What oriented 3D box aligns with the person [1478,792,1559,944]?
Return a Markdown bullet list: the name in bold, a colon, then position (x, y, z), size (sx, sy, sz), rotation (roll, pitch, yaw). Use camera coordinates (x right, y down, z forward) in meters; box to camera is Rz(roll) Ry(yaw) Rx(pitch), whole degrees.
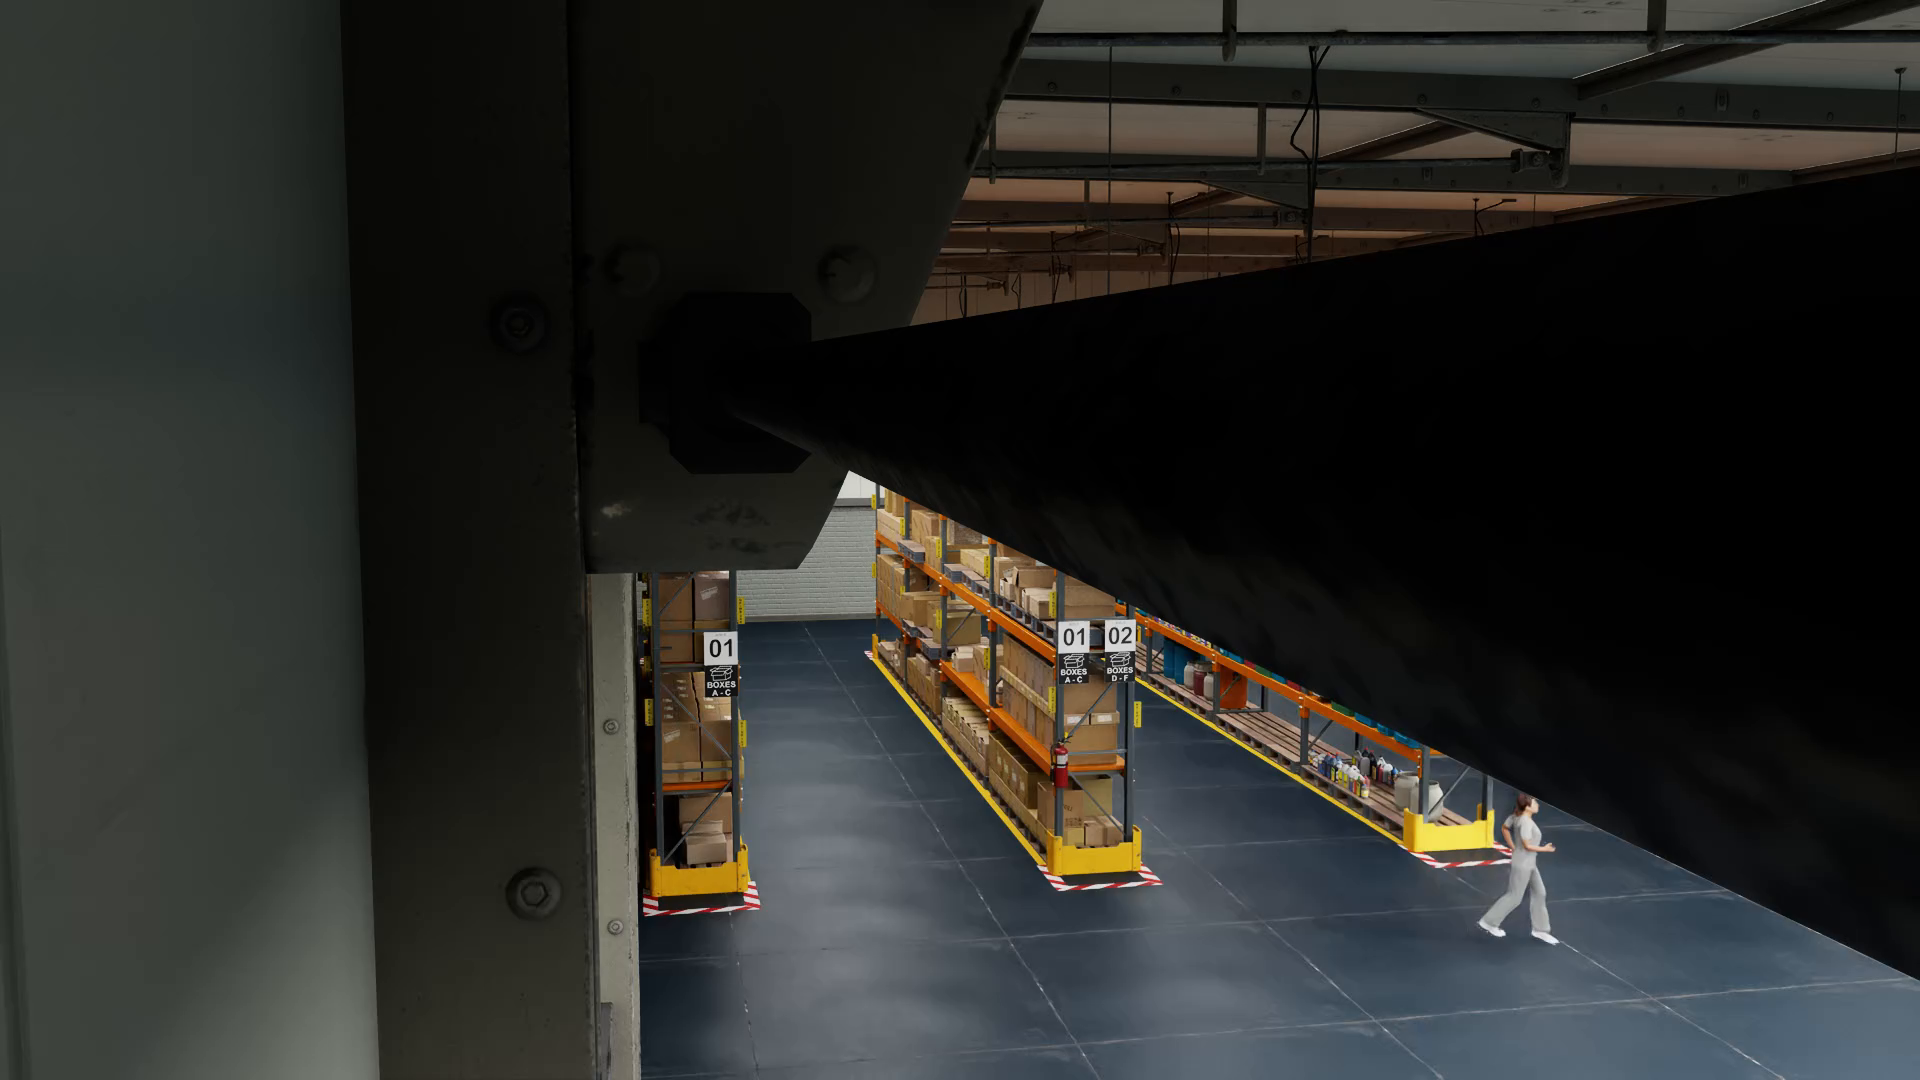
- **person**: position (6.187, 3.618, 18.345), size (0.856, 1.704, 0.560), rotation (2, 6, 17)
